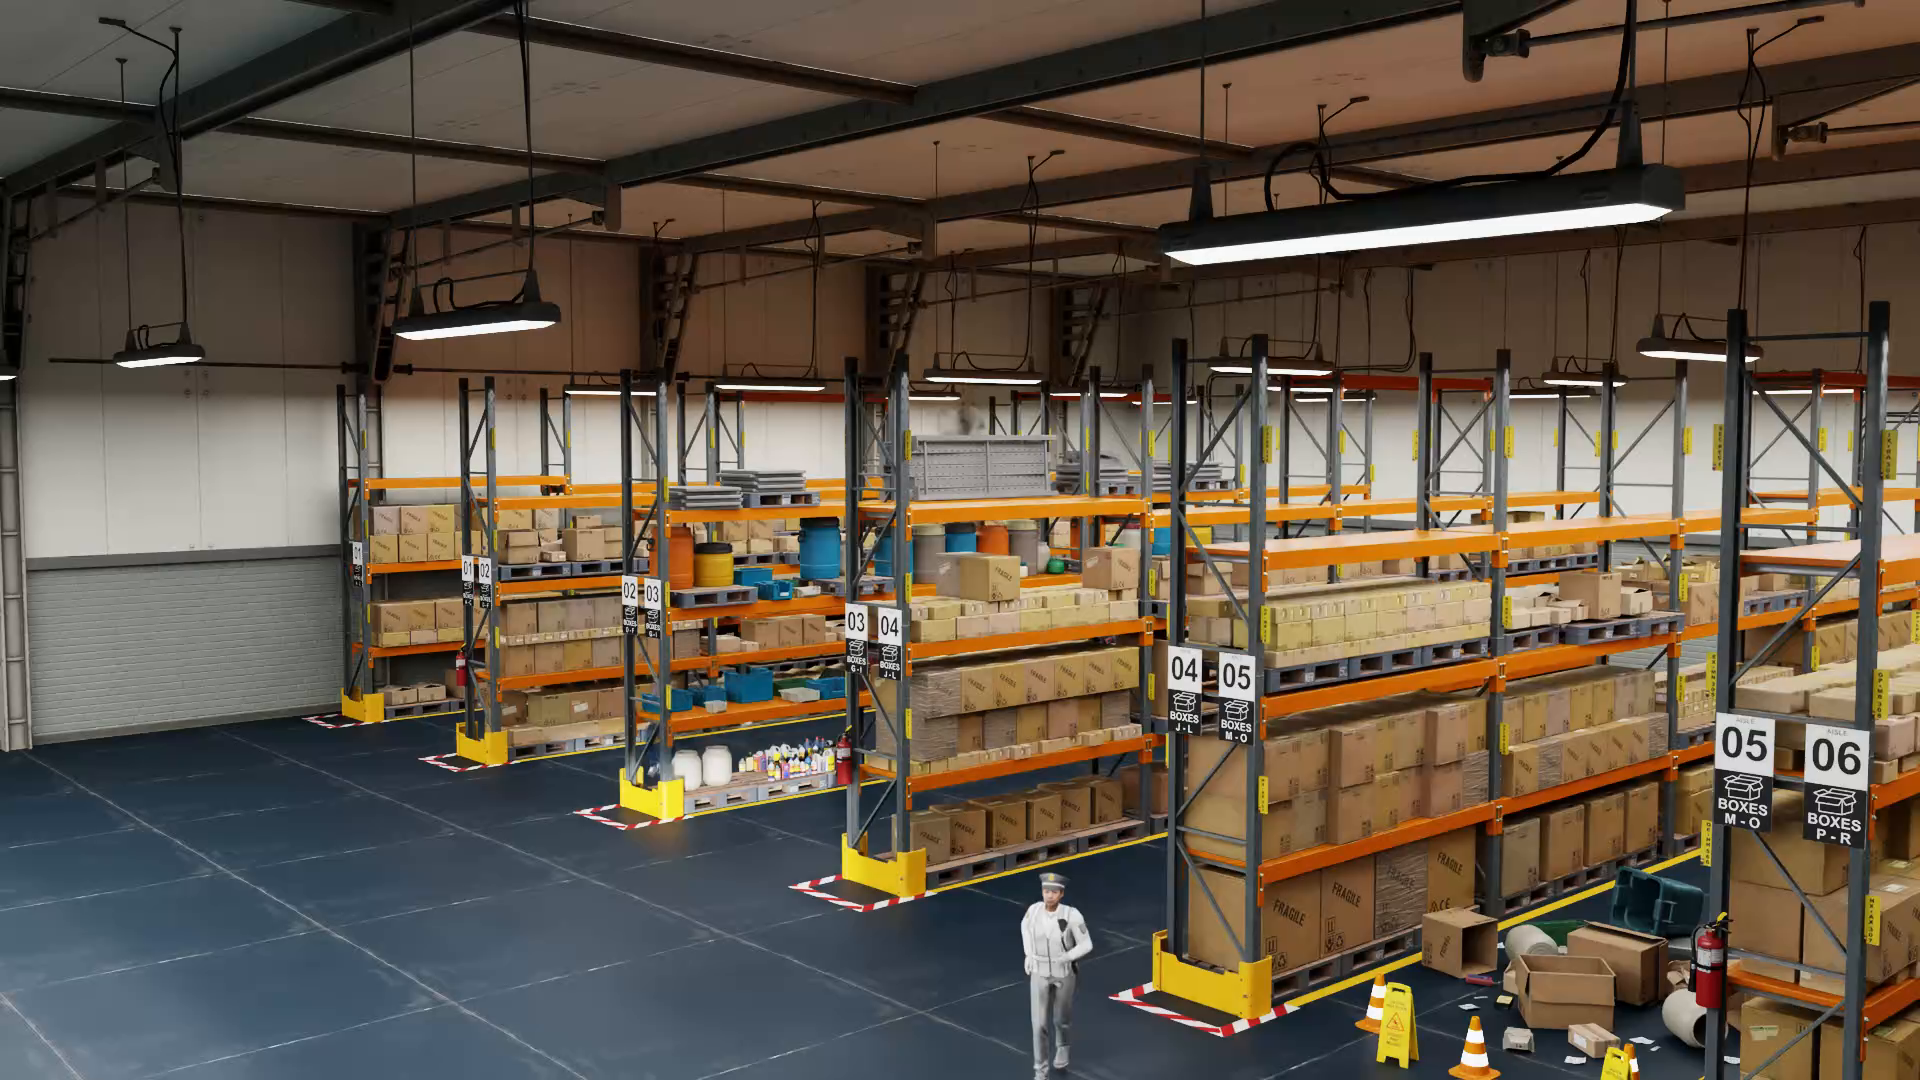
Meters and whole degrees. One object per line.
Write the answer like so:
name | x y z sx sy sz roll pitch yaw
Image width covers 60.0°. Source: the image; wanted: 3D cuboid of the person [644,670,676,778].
person | -4.460 2.731 24.856 0.515 1.621 0.663 3 5 34

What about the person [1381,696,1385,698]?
person | 5.724 2.893 22.270 0.668 1.623 0.626 -3 5 -39

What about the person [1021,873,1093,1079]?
person | 0.754 3.454 13.151 0.605 1.730 0.813 1 4 11
